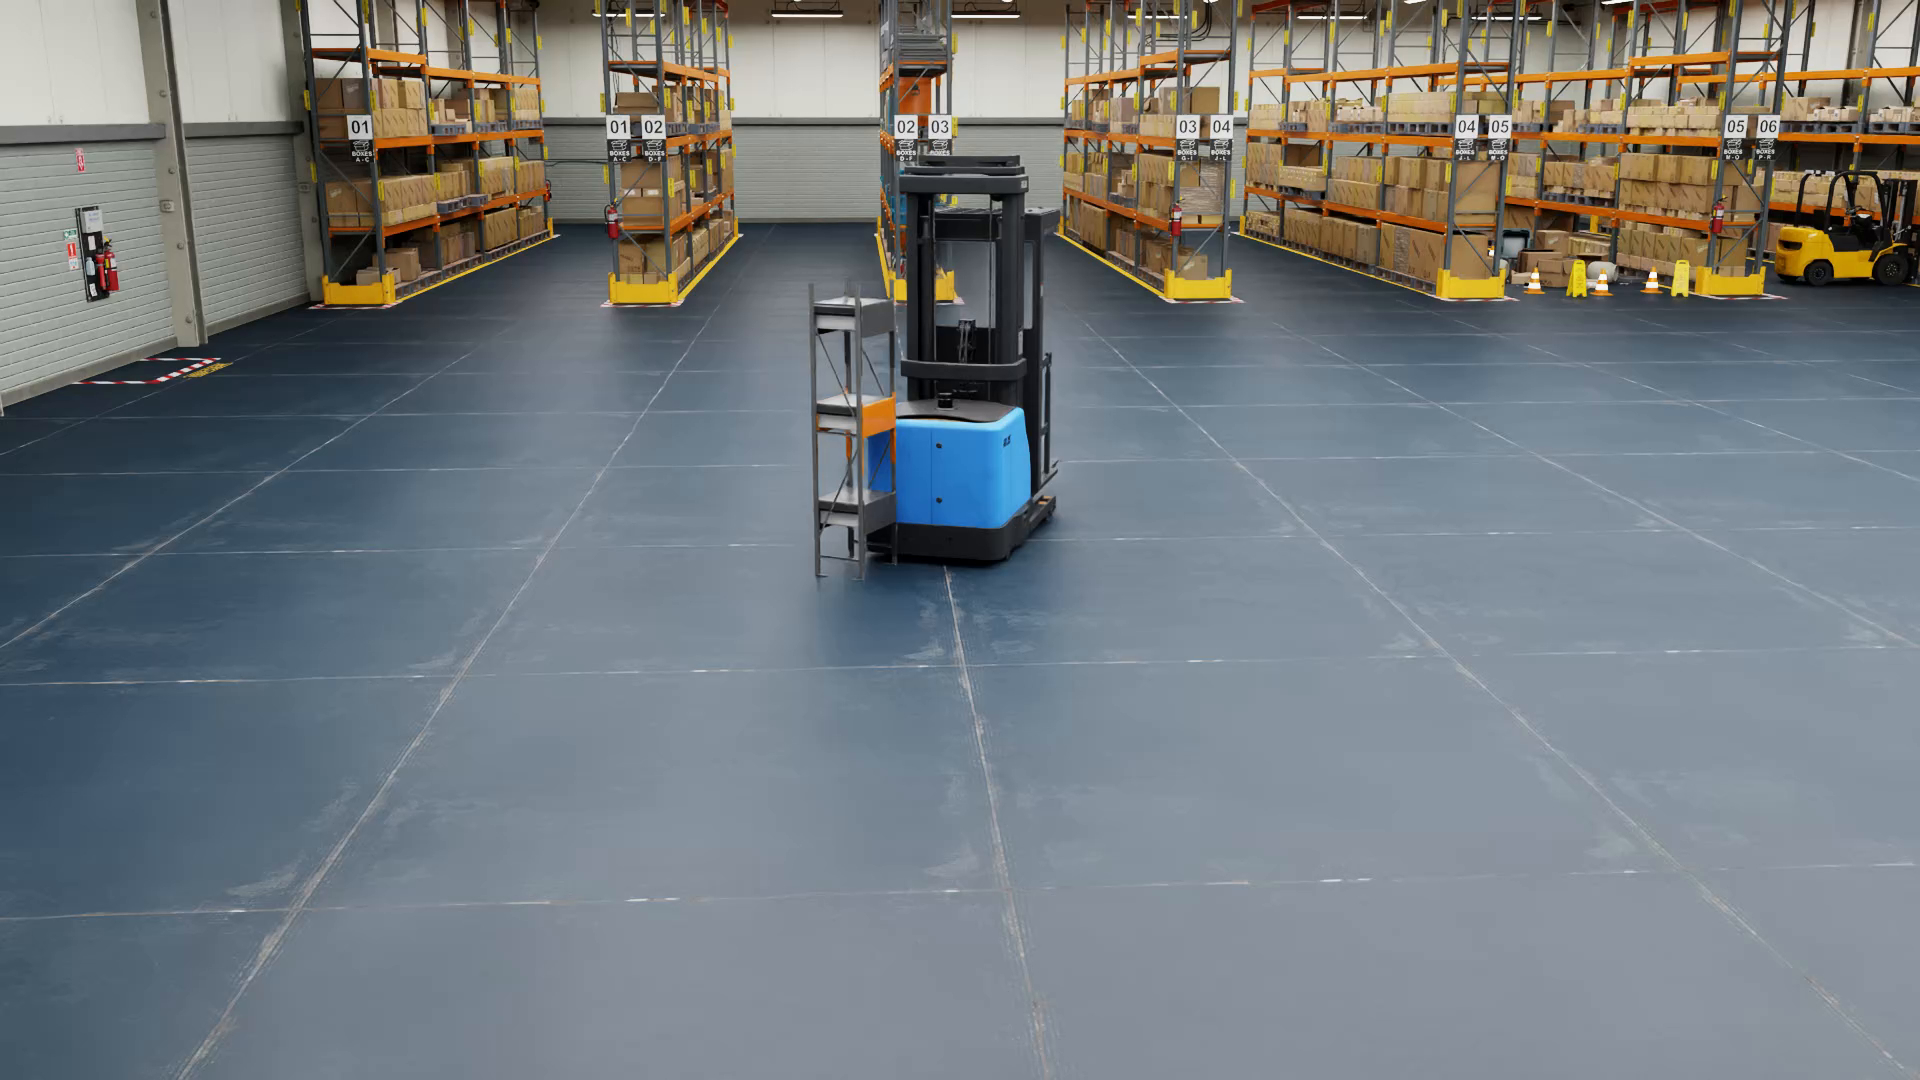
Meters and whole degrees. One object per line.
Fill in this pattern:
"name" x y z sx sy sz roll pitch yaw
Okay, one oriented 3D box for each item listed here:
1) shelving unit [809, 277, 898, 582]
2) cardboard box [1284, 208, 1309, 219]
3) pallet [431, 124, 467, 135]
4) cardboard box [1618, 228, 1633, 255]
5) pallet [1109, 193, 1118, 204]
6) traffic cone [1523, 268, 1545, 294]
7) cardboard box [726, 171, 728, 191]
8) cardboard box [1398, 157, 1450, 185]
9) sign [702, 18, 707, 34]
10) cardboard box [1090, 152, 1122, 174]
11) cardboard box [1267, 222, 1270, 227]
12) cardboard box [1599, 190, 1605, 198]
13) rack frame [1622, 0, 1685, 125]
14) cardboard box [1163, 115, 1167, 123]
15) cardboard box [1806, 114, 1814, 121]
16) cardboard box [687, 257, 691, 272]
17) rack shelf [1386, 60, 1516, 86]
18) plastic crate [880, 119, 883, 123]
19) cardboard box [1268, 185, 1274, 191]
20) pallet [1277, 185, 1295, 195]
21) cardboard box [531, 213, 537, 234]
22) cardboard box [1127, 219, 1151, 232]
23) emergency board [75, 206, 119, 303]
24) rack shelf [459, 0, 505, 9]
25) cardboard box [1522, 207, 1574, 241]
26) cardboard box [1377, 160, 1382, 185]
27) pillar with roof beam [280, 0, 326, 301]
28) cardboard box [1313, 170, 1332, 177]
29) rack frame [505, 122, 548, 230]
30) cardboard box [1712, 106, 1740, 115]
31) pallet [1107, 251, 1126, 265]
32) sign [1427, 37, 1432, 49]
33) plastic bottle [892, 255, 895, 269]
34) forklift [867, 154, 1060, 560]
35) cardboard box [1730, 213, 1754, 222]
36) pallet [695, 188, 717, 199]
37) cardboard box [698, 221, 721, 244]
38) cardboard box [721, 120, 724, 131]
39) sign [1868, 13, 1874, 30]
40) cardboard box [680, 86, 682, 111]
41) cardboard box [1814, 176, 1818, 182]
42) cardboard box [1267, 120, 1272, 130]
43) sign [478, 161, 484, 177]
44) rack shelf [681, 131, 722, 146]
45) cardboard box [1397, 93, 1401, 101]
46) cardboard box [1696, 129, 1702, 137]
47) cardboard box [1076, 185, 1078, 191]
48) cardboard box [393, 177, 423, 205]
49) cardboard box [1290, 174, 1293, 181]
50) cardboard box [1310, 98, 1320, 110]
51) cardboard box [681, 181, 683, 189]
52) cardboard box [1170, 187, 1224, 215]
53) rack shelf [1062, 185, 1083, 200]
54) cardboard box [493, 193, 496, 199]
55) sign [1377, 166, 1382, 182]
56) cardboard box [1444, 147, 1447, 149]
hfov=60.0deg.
"shelving unit" -0.756 -0.793 11.895 0.431 2.100 0.503 7 16 26
"cardboard box" 8.295 -8.030 40.886 0.500 0.250 0.500 -2 15 -6
"pallet" -10.779 -8.367 33.881 1.213 0.211 1.003 -1 14 -3
"cardboard box" 13.709 -6.058 33.723 0.500 0.500 0.500 0 14 -1
"pallet" 3.954 -7.547 36.725 1.213 0.211 1.003 -1 14 -3
"traffic cone" 10.640 -4.803 30.766 0.336 0.463 0.334 -1 14 -3
"cardboard box" -6.155 -9.090 42.135 0.500 0.500 0.500 -1 14 -4
"cardboard box" 9.147 -7.241 32.681 0.875 0.550 0.550 -1 14 -3
"sign" -5.530 -11.108 35.946 0.100 0.325 0.005 -1 14 -3
"cardboard box" 3.604 -9.186 40.496 0.797 0.503 0.637 -1 14 -5
"cardboard box" 8.159 -8.163 43.014 0.380 0.149 0.250 -1 14 -2
"cardboard box" 13.636 -7.245 34.828 0.380 0.149 0.250 -1 14 -5
"rack frame" 13.942 -9.879 33.365 1.000 3.000 0.127 -1 14 -3
"cardboard box" 3.906 -7.659 30.254 0.380 0.149 0.250 -1 14 -3
"cardboard box" 18.477 -9.095 35.797 0.380 0.149 0.250 -1 14 -4
"cardboard box" -5.589 -5.429 32.782 0.500 0.250 0.500 -1 14 -3
"rack shelf" 9.132 -8.738 31.176 1.077 0.370 4.000 -1 14 -3
"plastic crate" -1.806 -10.568 42.300 0.437 0.282 0.530 -1 14 -3
"cardboard box" 8.141 -9.069 42.759 0.380 0.149 0.250 -2 15 -6
"pallet" 8.415 -8.577 40.727 1.003 0.211 1.213 -1 14 -3
"cardboard box" -11.317 -8.147 42.844 0.700 0.500 0.500 -1 14 -5
"cardboard box" 3.918 -6.884 36.389 0.500 0.250 0.500 1 14 3
"emergency board" -10.952 -3.650 21.194 0.194 1.169 0.643 -1 14 -3
"rack shelf" -11.152 -12.250 37.354 1.077 0.370 4.000 -1 14 -3
"cardboard box" 13.735 -7.316 38.864 0.875 0.875 0.875 -1 14 -4
"cardboard box" 8.972 -7.529 34.060 0.700 0.500 0.500 -1 14 -4
"pillar with roof beam" -7.142 -8.730 28.895 9.100 9.000 0.400 -1 14 -3
"cardboard box" 8.272 -8.352 37.935 0.380 0.149 0.250 -1 15 -6
"rack frame" -11.523 -9.576 44.225 1.000 3.000 0.127 -1 14 -3
"cardboard box" 13.875 -7.776 30.113 0.380 0.149 0.250 -1 14 -3
"pallet" 3.851 -6.271 36.976 1.003 0.211 1.213 -1 14 -3
"sign" 12.645 -13.386 44.800 0.100 0.325 0.005 -1 14 -3
"plastic bottle" -1.256 -5.468 32.691 0.144 0.351 0.185 0 14 -2
"forklift" 0.173 -1.593 13.336 1.130 2.935 3.031 4 15 14
"cardboard box" 14.376 -5.945 30.618 0.380 0.149 0.250 -1 14 -3
"pallet" -6.209 -8.055 38.697 1.003 0.211 1.213 -1 14 -3
"cardboard box" -5.962 -7.295 39.493 0.500 0.500 0.500 -1 14 -3
"cardboard box" -6.142 -10.288 41.273 0.500 0.250 0.500 -1 14 -3
"sign" 18.356 -10.436 33.496 0.100 0.325 0.005 -1 14 -3
"cardboard box" -5.893 -8.911 33.574 0.500 0.500 0.500 1 14 2
"cardboard box" 18.555 -7.751 35.629 0.380 0.149 0.250 -1 14 -5
"cardboard box" 8.161 -10.611 42.528 0.500 0.250 0.500 -1 14 -4
"sign" -10.487 -8.120 36.400 0.100 0.325 0.005 -1 14 -3
"rack shelf" -6.208 -9.266 38.442 1.077 0.370 4.000 -1 14 -3
"cardboard box" 8.724 -8.619 32.347 0.380 0.149 0.250 -1 14 -4
"cardboard box" 13.858 -7.523 30.729 0.380 0.149 0.250 0 14 -2
"cardboard box" 3.162 -8.952 42.302 0.380 0.149 0.250 -1 14 -2
"cardboard box" -10.385 -6.530 31.141 0.500 0.500 0.500 -1 14 -5
"cardboard box" 8.148 -8.723 39.972 0.380 0.149 0.250 0 14 -1
"cardboard box" 8.376 -10.155 38.720 0.396 0.266 0.258 -1 14 -3
"cardboard box" -5.592 -6.906 32.344 0.380 0.149 0.250 -1 14 -5
"cardboard box" 4.293 -6.156 30.135 0.875 0.500 0.500 -1 14 -3
"rack shelf" 3.432 -8.960 43.273 1.077 0.370 4.000 -1 14 -3
"cardboard box" -10.923 -7.941 38.335 0.380 0.149 0.250 -1 14 -3
"sign" 8.467 -7.384 33.541 0.100 0.325 0.005 -1 14 -3
"cardboard box" 13.010 -10.390 43.879 0.380 0.149 0.250 -1 14 -3
